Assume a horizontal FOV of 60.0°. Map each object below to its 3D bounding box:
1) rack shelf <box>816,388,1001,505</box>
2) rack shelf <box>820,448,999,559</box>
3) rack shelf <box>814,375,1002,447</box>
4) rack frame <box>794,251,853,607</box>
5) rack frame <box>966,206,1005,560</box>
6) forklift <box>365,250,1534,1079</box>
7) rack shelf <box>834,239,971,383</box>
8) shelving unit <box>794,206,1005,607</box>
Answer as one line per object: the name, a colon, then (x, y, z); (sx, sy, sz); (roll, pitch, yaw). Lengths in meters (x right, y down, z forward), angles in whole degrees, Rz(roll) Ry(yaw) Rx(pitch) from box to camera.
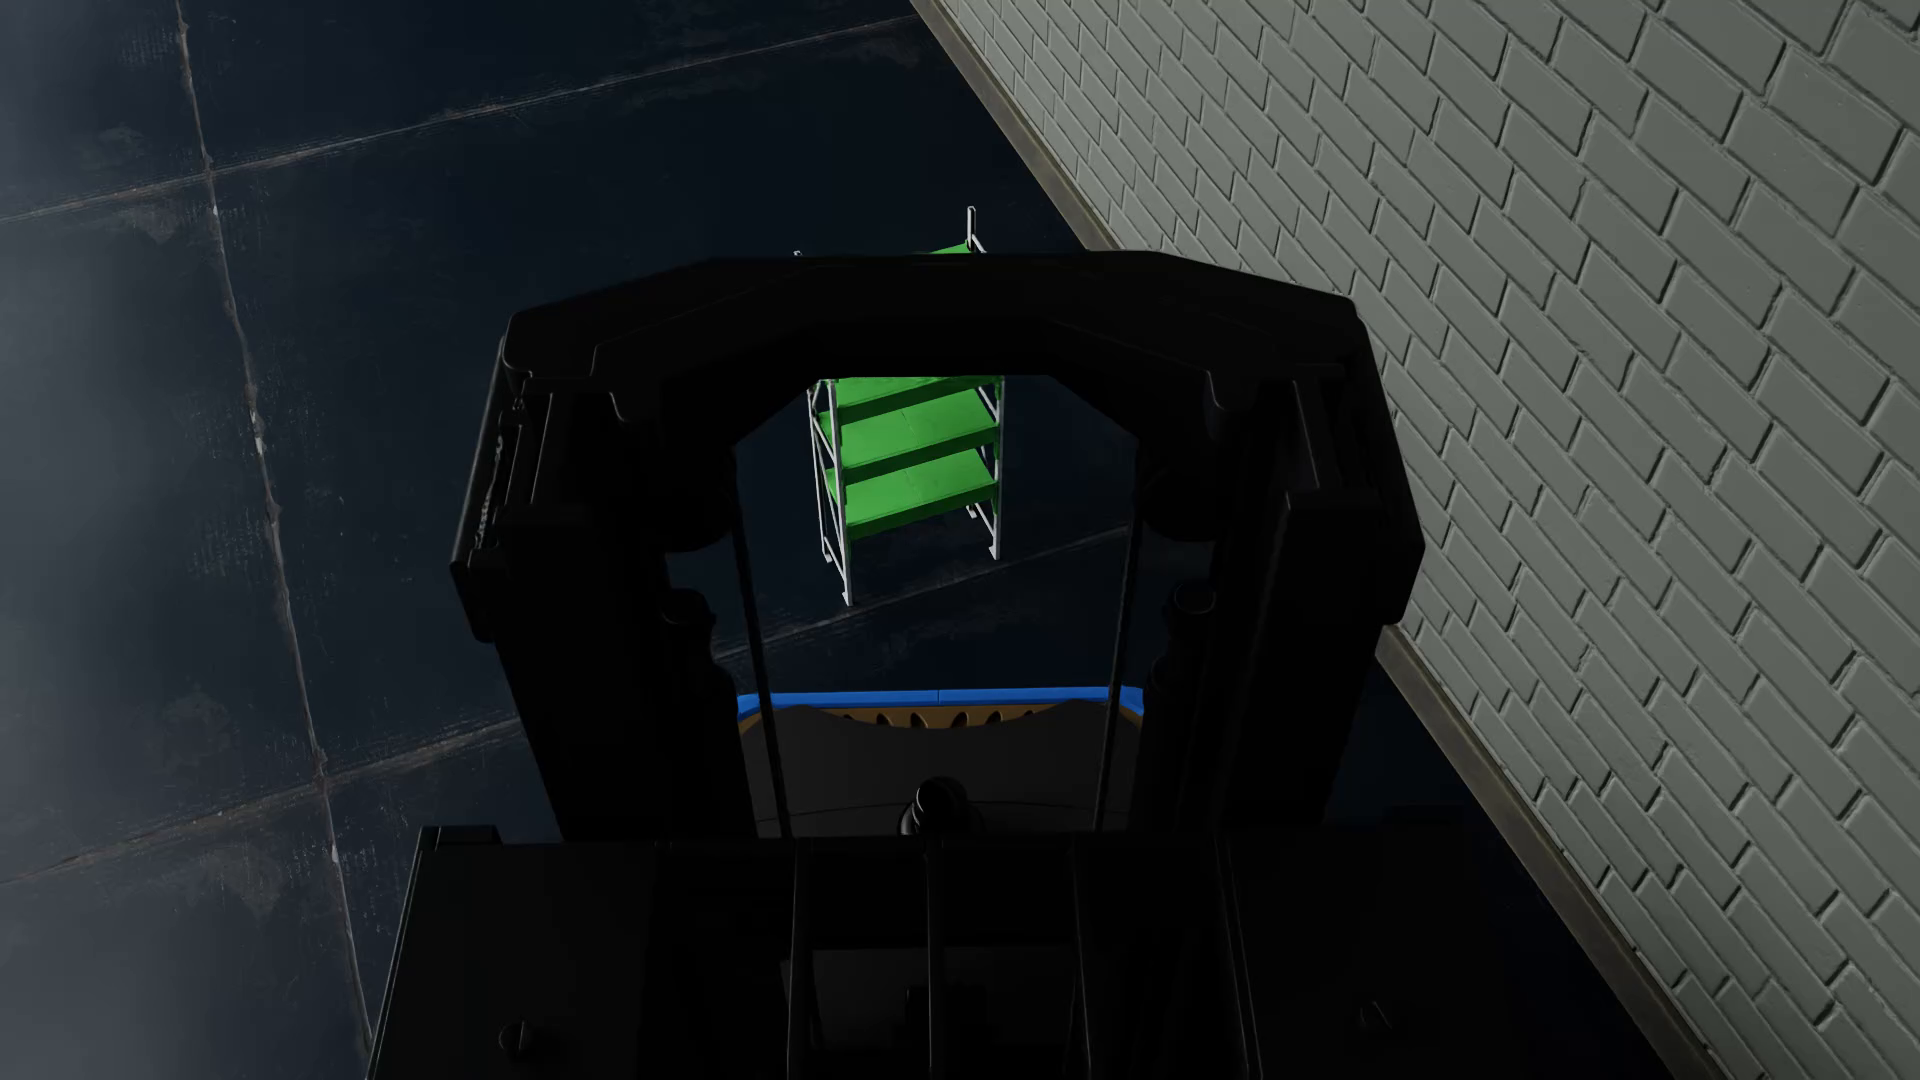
rack shelf: (-0.153, -0.302, 4.803); (0.480, 0.148, 0.258); (-17, 52, -14)
rack shelf: (-0.153, -0.145, 4.985); (0.480, 0.148, 0.258); (-17, 52, -14)
rack shelf: (-0.153, -0.458, 4.620); (0.480, 0.148, 0.258); (-17, 52, -14)
rack frame: (-0.379, -0.273, 4.694); (0.015, 1.200, 0.240); (-17, 52, -14)
rack frame: (0.073, -0.413, 4.814); (0.015, 1.200, 0.240); (-17, 52, -14)
forklift: (-0.009, 1.186, 2.299); (1.130, 2.935, 3.031); (-1, 49, -1)
rack shelf: (-0.153, -0.615, 4.438); (0.480, 0.148, 0.258); (-17, 52, -14)
shelving unit: (-0.153, -0.343, 4.754); (0.503, 1.200, 0.258); (-17, 52, -14)
